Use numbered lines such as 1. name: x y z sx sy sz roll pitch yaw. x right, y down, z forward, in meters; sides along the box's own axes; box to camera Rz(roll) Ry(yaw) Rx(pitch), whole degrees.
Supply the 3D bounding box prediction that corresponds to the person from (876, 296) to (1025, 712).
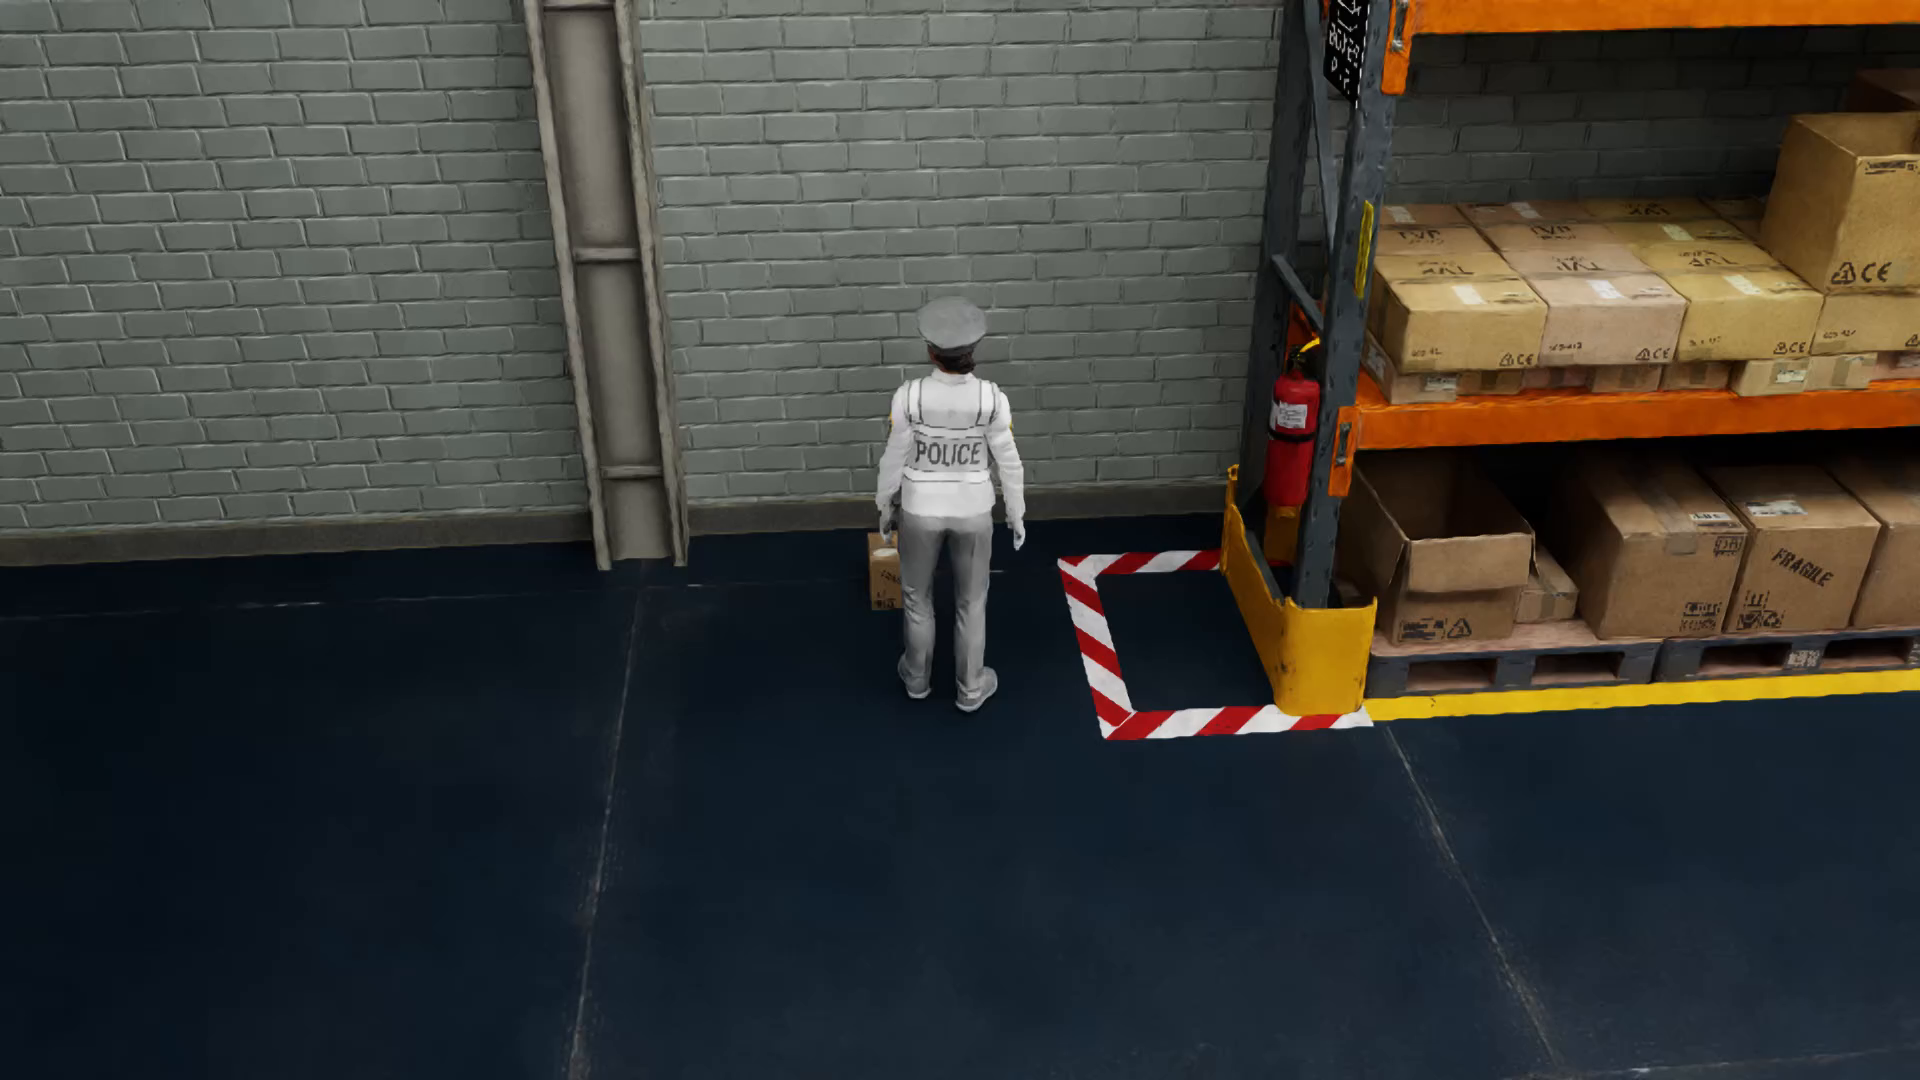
1. person: -0.035 -0.119 6.271 0.560 1.690 0.403 -1 31 -1
